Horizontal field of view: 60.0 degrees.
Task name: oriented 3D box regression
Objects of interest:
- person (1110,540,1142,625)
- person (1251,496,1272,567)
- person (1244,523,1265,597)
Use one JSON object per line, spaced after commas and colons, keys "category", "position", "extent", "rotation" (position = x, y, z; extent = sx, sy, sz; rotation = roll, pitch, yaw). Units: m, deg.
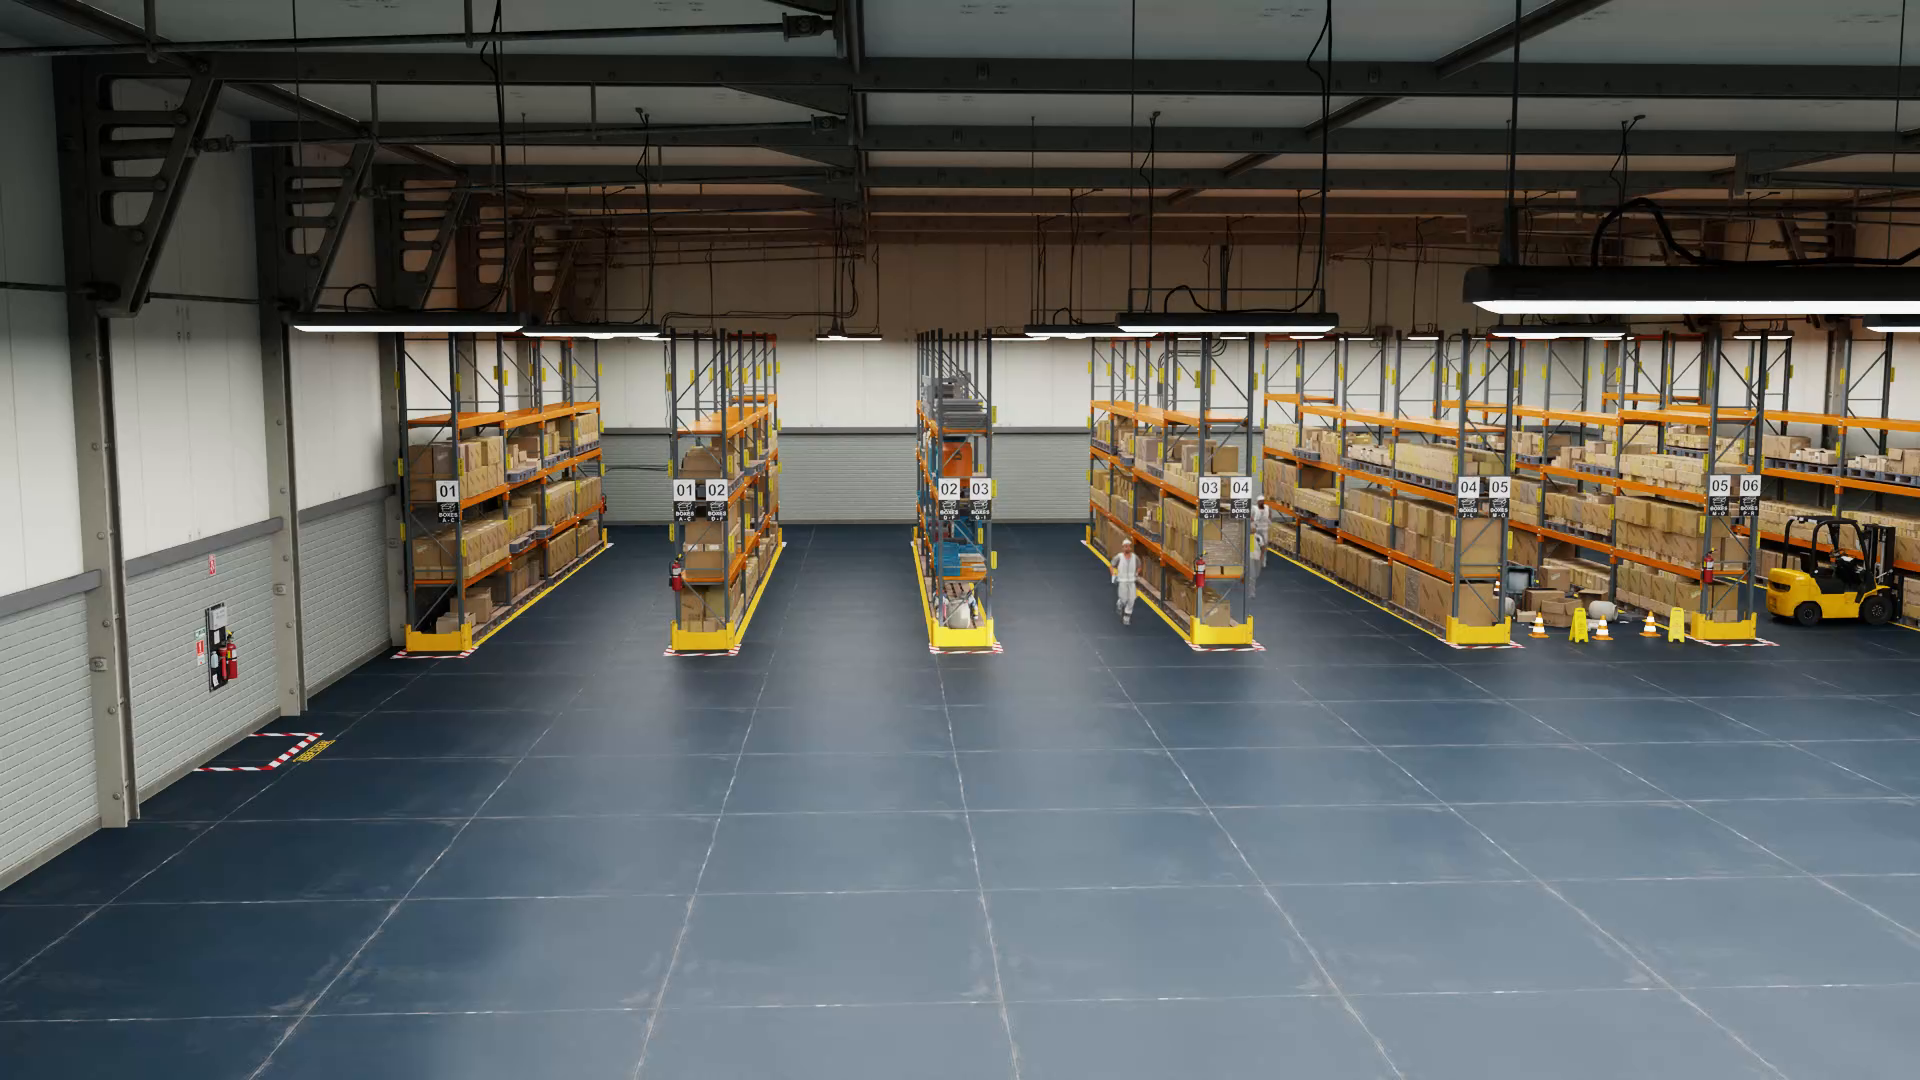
{"category": "person", "position": [3.401, 0.859, 33.926], "extent": [0.662, 1.737, 0.600], "rotation": [-1, 7, -7]}
{"category": "person", "position": [7.783, -0.244, 43.191], "extent": [0.679, 1.834, 0.966], "rotation": [0, 7, -2]}
{"category": "person", "position": [6.675, 0.440, 37.932], "extent": [0.576, 1.686, 0.615], "rotation": [0, 7, -2]}
